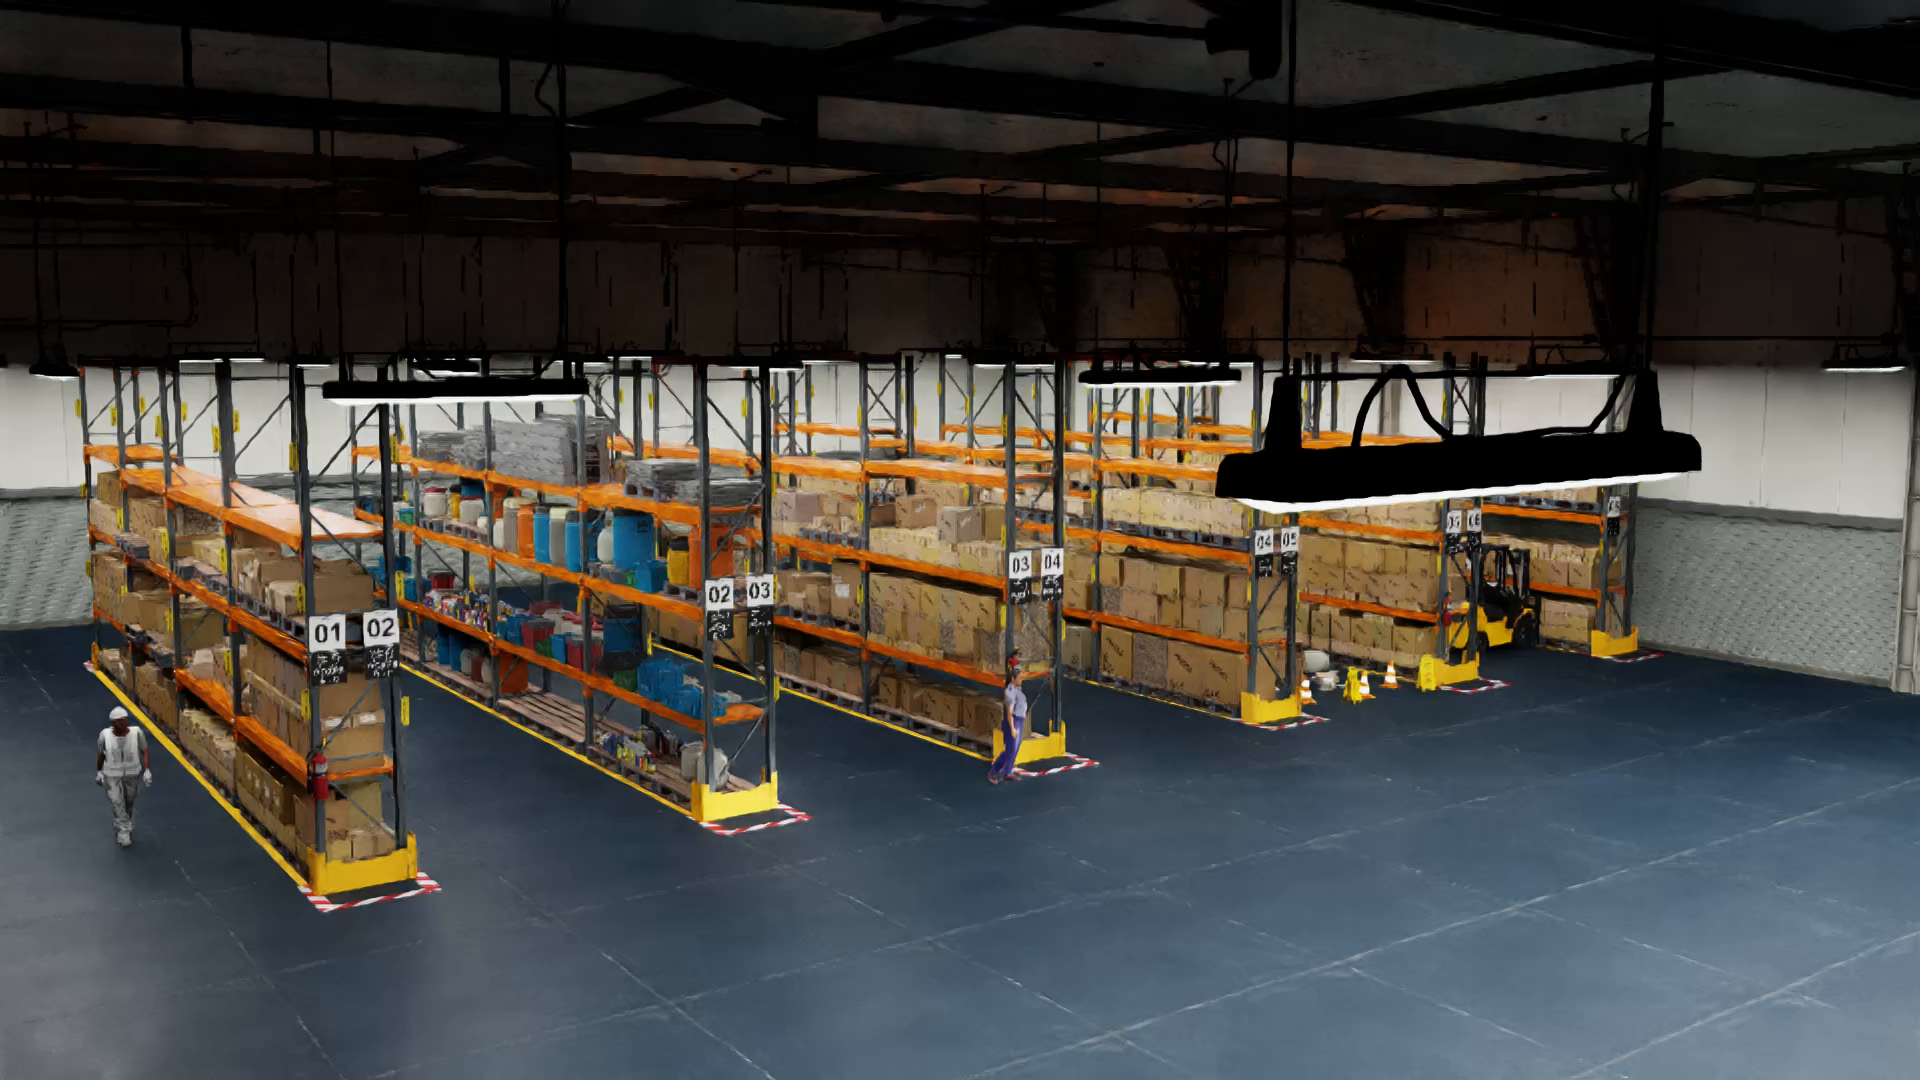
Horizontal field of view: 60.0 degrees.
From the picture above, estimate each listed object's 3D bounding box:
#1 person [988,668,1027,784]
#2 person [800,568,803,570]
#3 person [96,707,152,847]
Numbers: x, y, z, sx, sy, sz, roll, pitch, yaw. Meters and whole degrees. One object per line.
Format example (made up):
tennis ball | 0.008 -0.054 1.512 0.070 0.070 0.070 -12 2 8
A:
person | 0.671 2.656 23.689 0.515 1.641 0.679 2 7 13
person | -3.313 1.378 34.013 0.542 1.645 1.126 -5 8 -33
person | -10.521 2.939 20.946 0.579 1.732 1.042 -5 9 -36
